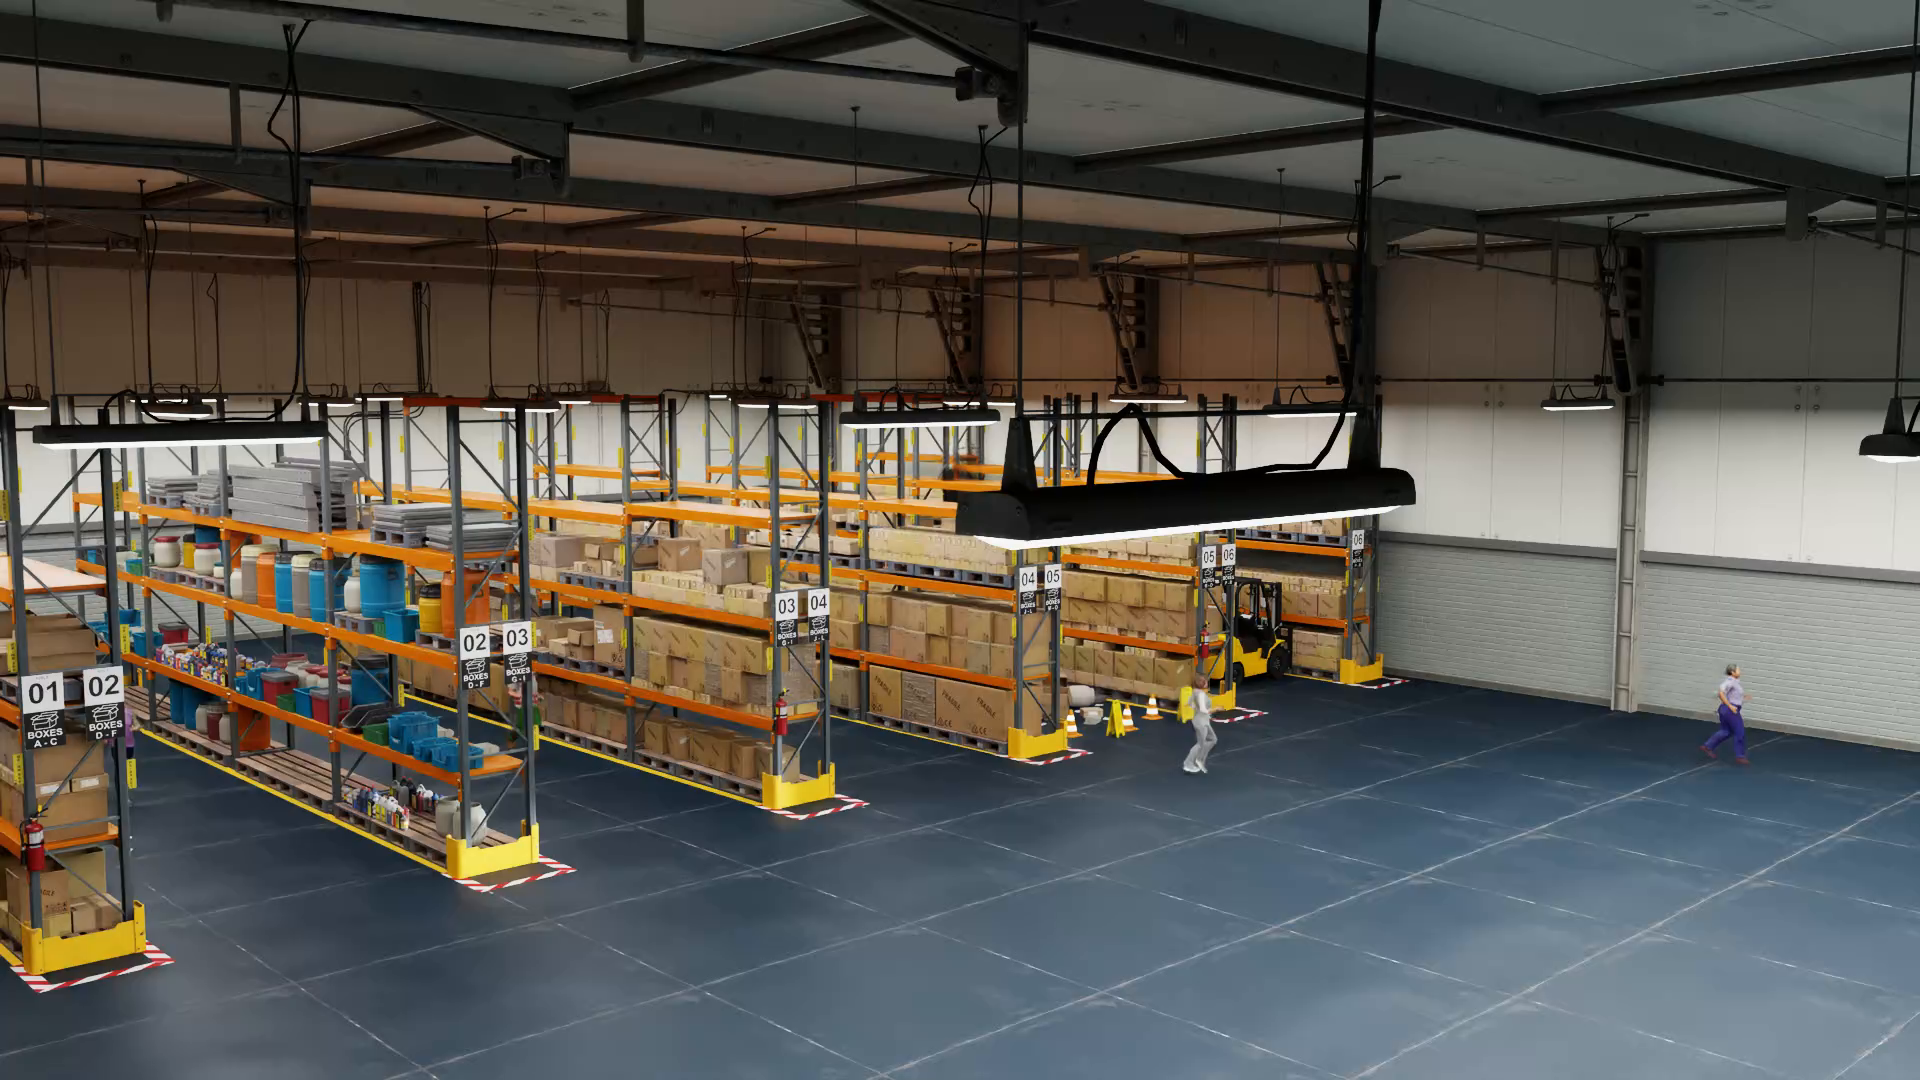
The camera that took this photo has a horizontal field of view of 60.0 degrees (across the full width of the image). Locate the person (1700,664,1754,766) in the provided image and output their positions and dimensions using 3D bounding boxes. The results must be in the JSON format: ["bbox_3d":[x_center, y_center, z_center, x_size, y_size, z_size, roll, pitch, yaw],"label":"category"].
[{"bbox_3d":[12.677,2.874,27.414,0.813,1.653,0.598,2,6,20],"label":"person"}]

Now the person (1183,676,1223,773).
[{"bbox_3d":[3.901,2.963,26.675,0.625,1.604,0.515,0,6,4],"label":"person"}]

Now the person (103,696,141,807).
[{"bbox_3d":[-12.559,3.116,24.901,0.759,1.632,0.516,5,7,41],"label":"person"}]

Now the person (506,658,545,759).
[{"bbox_3d":[-7.270,2.776,27.771,0.720,1.750,0.653,4,7,34],"label":"person"}]
